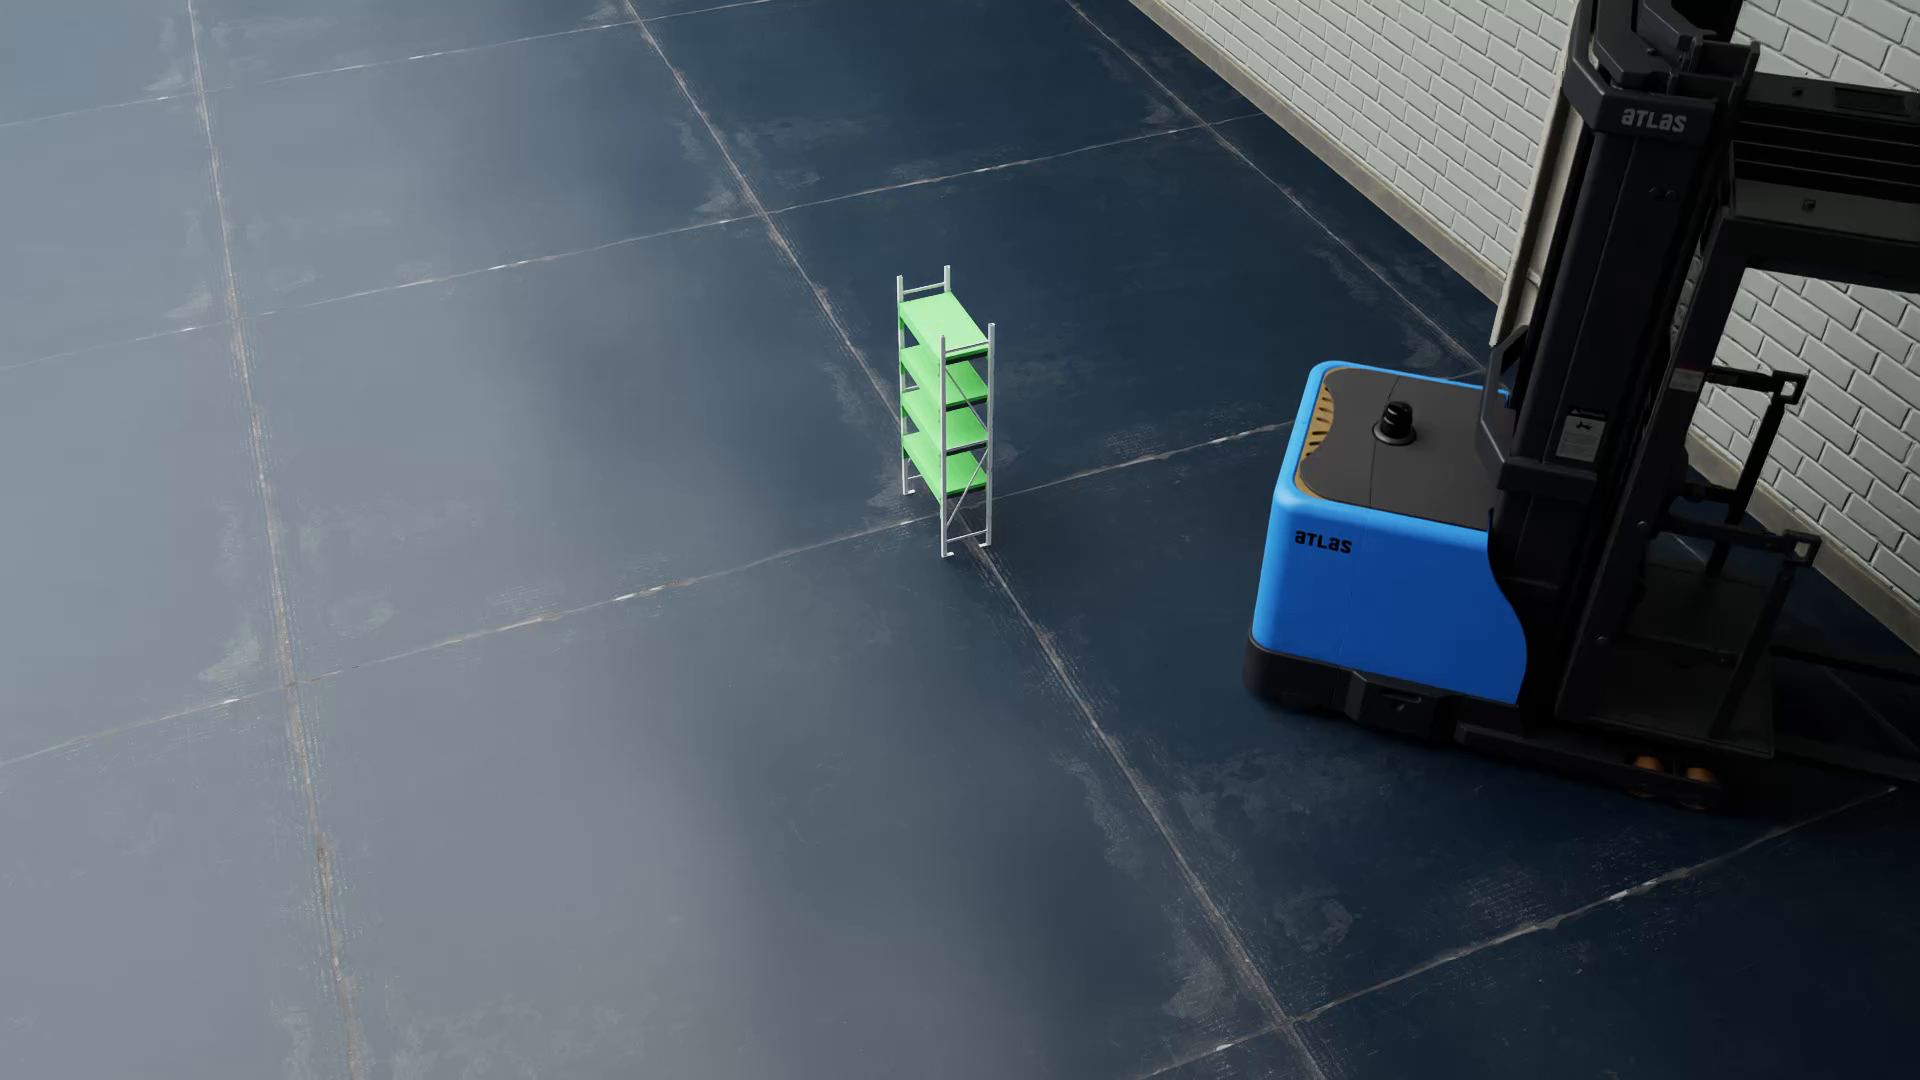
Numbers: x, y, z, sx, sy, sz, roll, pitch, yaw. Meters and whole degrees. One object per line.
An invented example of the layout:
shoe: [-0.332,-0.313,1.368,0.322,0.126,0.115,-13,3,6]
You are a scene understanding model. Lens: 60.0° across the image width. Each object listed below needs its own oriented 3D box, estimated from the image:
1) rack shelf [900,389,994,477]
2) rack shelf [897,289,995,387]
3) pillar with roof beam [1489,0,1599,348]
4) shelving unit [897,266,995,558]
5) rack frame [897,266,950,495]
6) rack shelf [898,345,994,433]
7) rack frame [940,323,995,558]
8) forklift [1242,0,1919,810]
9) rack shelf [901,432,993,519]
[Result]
rack shelf: [-0.063,-0.506,7.435,0.258,0.148,0.480,-15,43,-17]
rack shelf: [-0.063,-0.870,7.122,0.258,0.148,0.480,-15,43,-17]
pillar with roof beam: [-0.935,-3.309,4.615,9.100,9.000,0.400,-15,43,-17]
shelving unit: [-0.063,-0.555,7.393,0.258,1.200,0.503,-15,43,-17]
rack frame: [-0.157,-0.702,7.564,0.240,1.200,0.015,-15,43,-17]
rack shelf: [-0.063,-0.688,7.279,0.258,0.148,0.480,-15,43,-17]
rack frame: [0.030,-0.408,7.222,0.240,1.200,0.015,-15,43,-17]
forklift: [2.745,-0.458,5.954,3.031,2.935,1.130,12,42,14]
rack shelf: [-0.063,-0.324,7.592,0.258,0.148,0.480,-15,43,-17]
